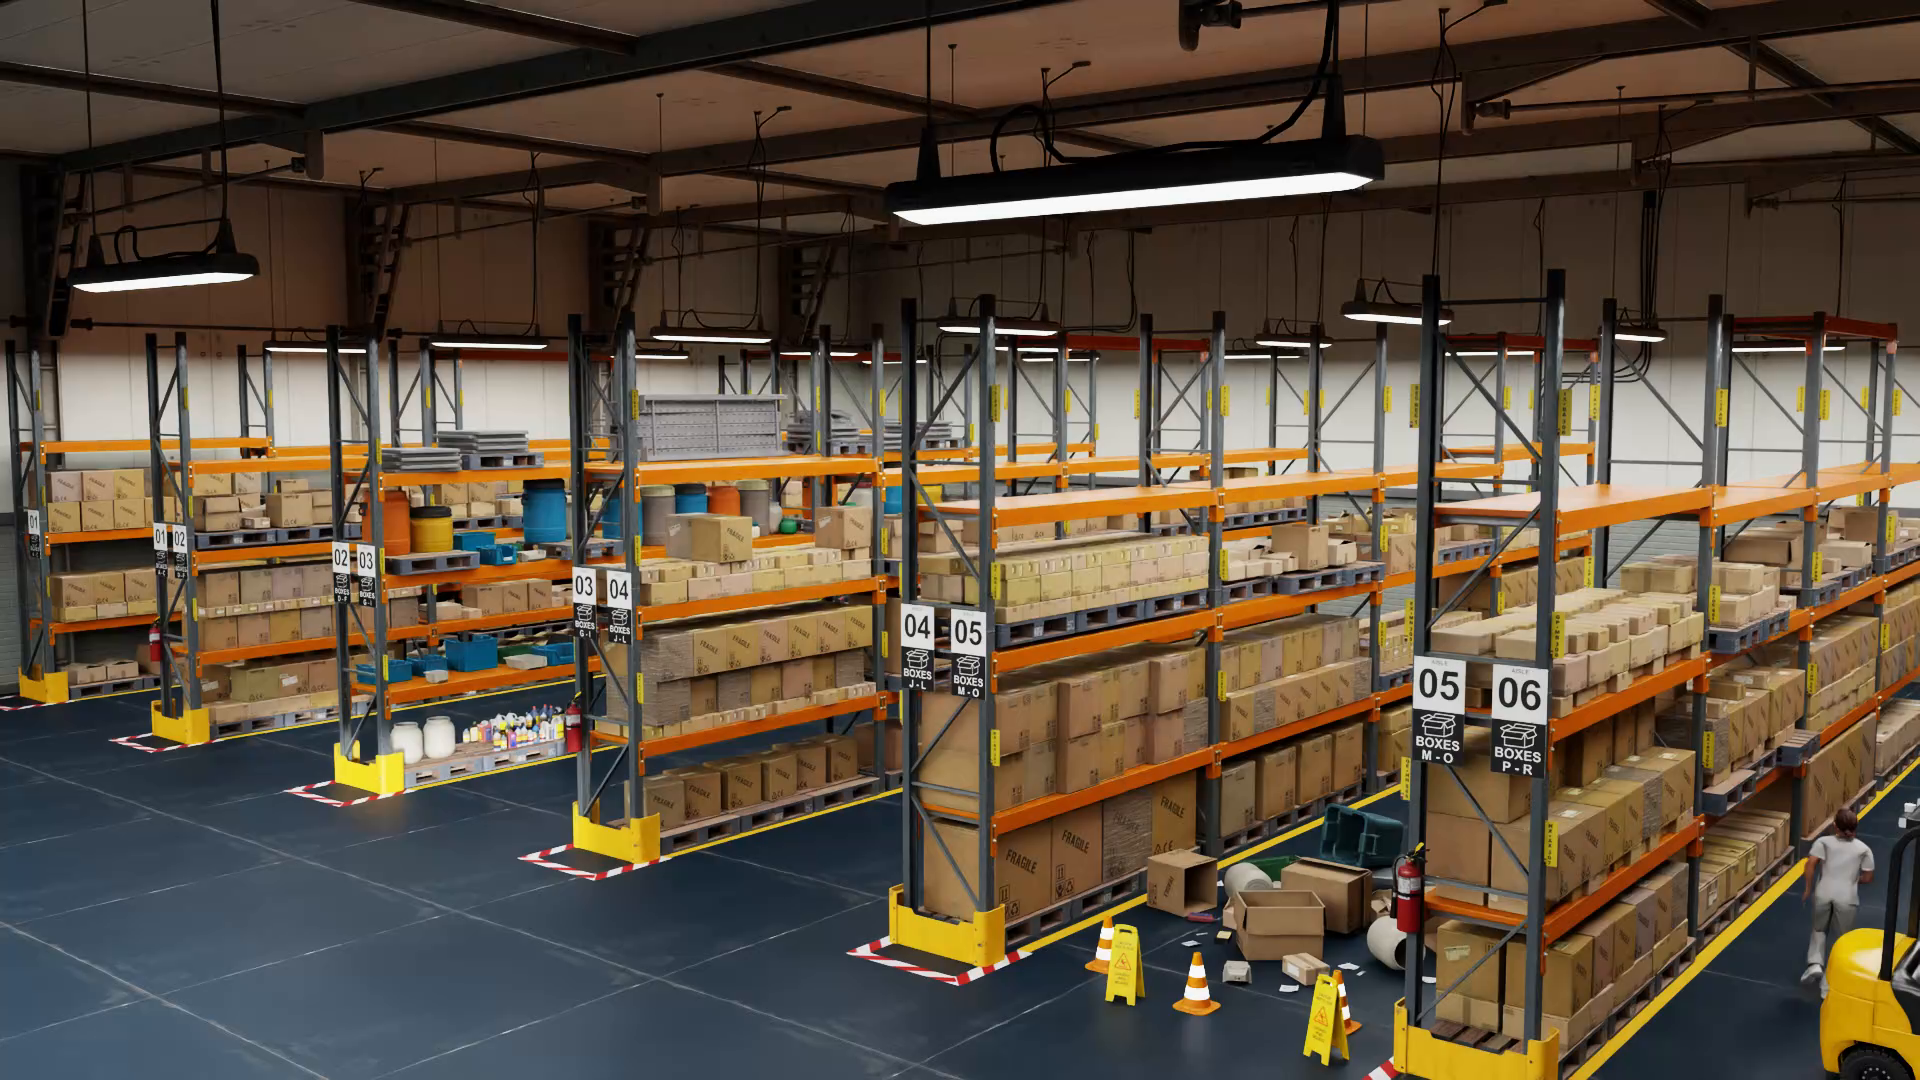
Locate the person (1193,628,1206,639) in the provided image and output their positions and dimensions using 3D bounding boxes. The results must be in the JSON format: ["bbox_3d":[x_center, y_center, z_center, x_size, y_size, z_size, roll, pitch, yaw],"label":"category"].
[{"bbox_3d":[3.749,2.095,25.270,0.700,1.610,0.649,-4,7,-41],"label":"person"}]

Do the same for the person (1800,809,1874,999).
[{"bbox_3d":[7.541,3.108,14.316,0.499,1.562,0.709,5,7,41],"label":"person"}]
